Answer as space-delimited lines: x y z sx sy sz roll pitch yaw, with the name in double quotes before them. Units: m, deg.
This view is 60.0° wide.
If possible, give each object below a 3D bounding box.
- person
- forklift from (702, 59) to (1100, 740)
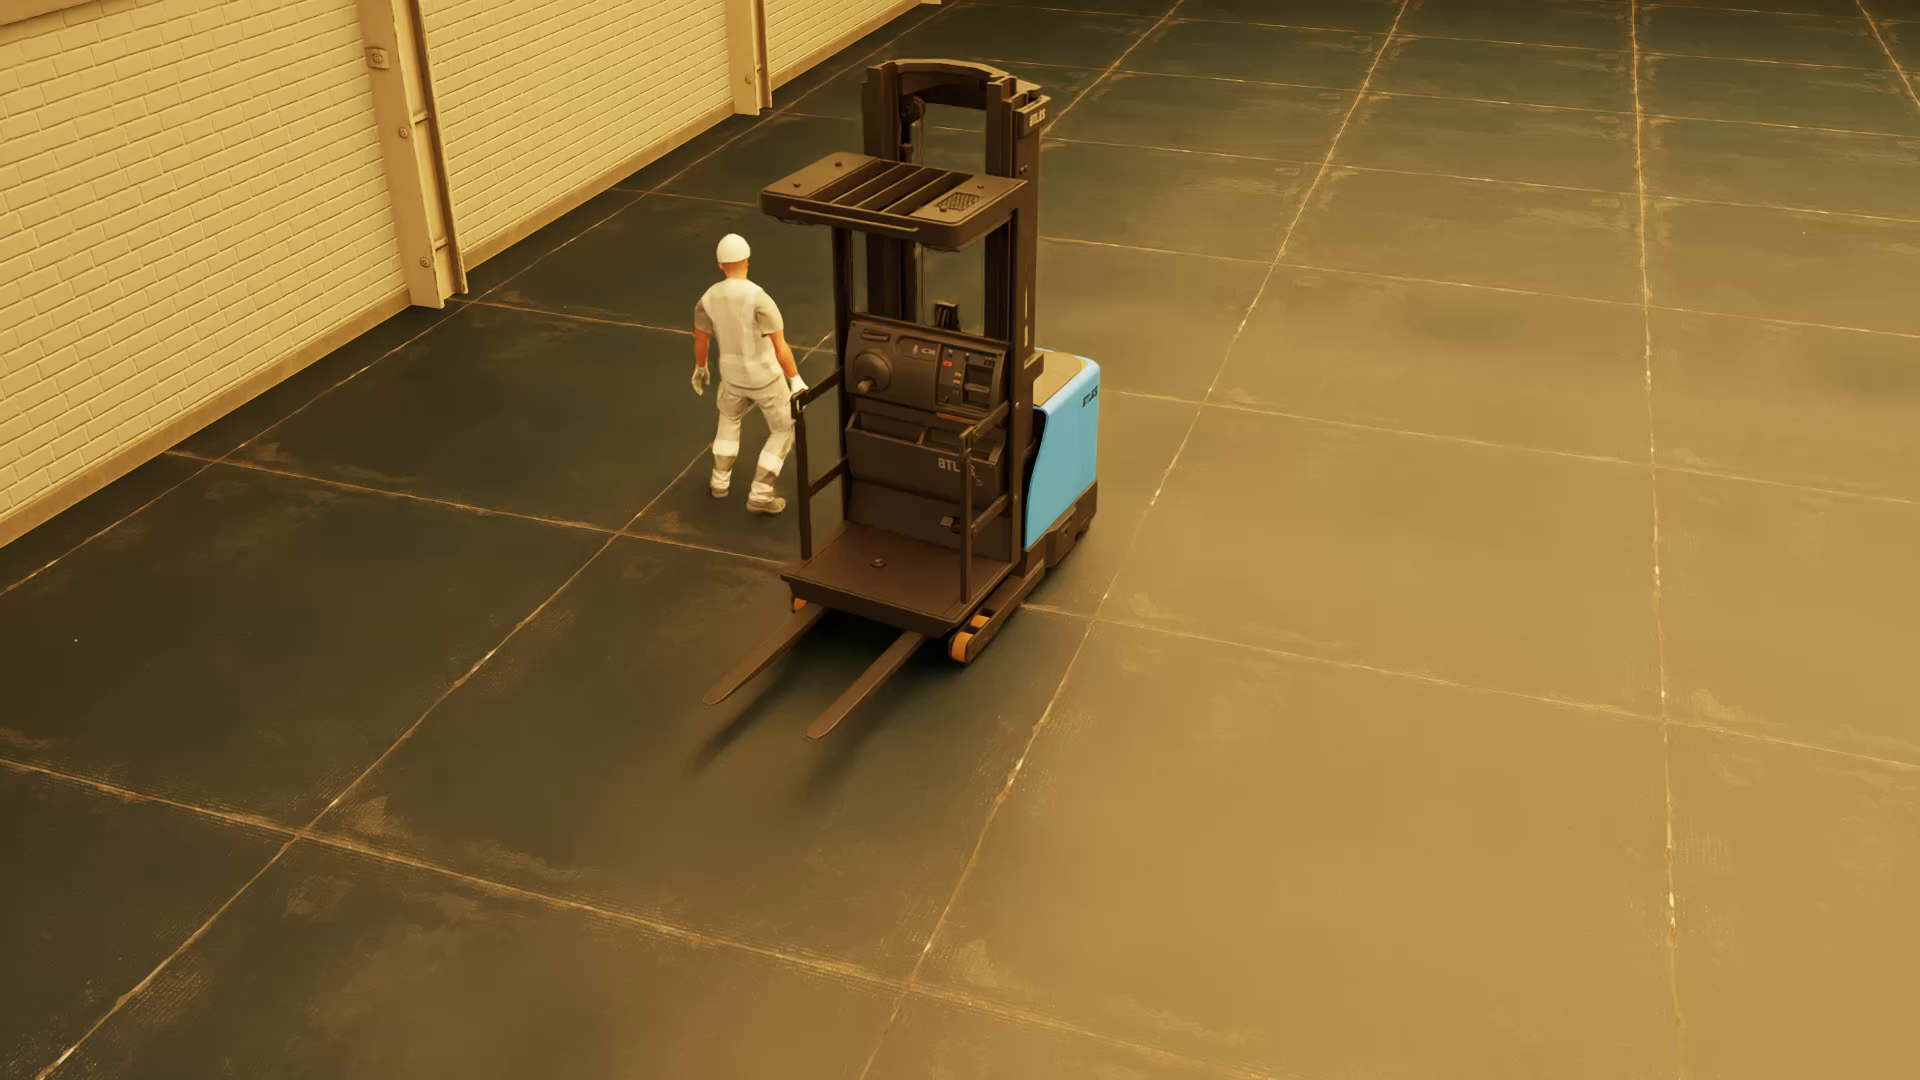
"person" -1.283 -0.990 10.116 0.894 1.702 0.493 16 34 26
"forklift" -0.287 -0.865 8.653 1.130 2.935 3.031 14 33 24
